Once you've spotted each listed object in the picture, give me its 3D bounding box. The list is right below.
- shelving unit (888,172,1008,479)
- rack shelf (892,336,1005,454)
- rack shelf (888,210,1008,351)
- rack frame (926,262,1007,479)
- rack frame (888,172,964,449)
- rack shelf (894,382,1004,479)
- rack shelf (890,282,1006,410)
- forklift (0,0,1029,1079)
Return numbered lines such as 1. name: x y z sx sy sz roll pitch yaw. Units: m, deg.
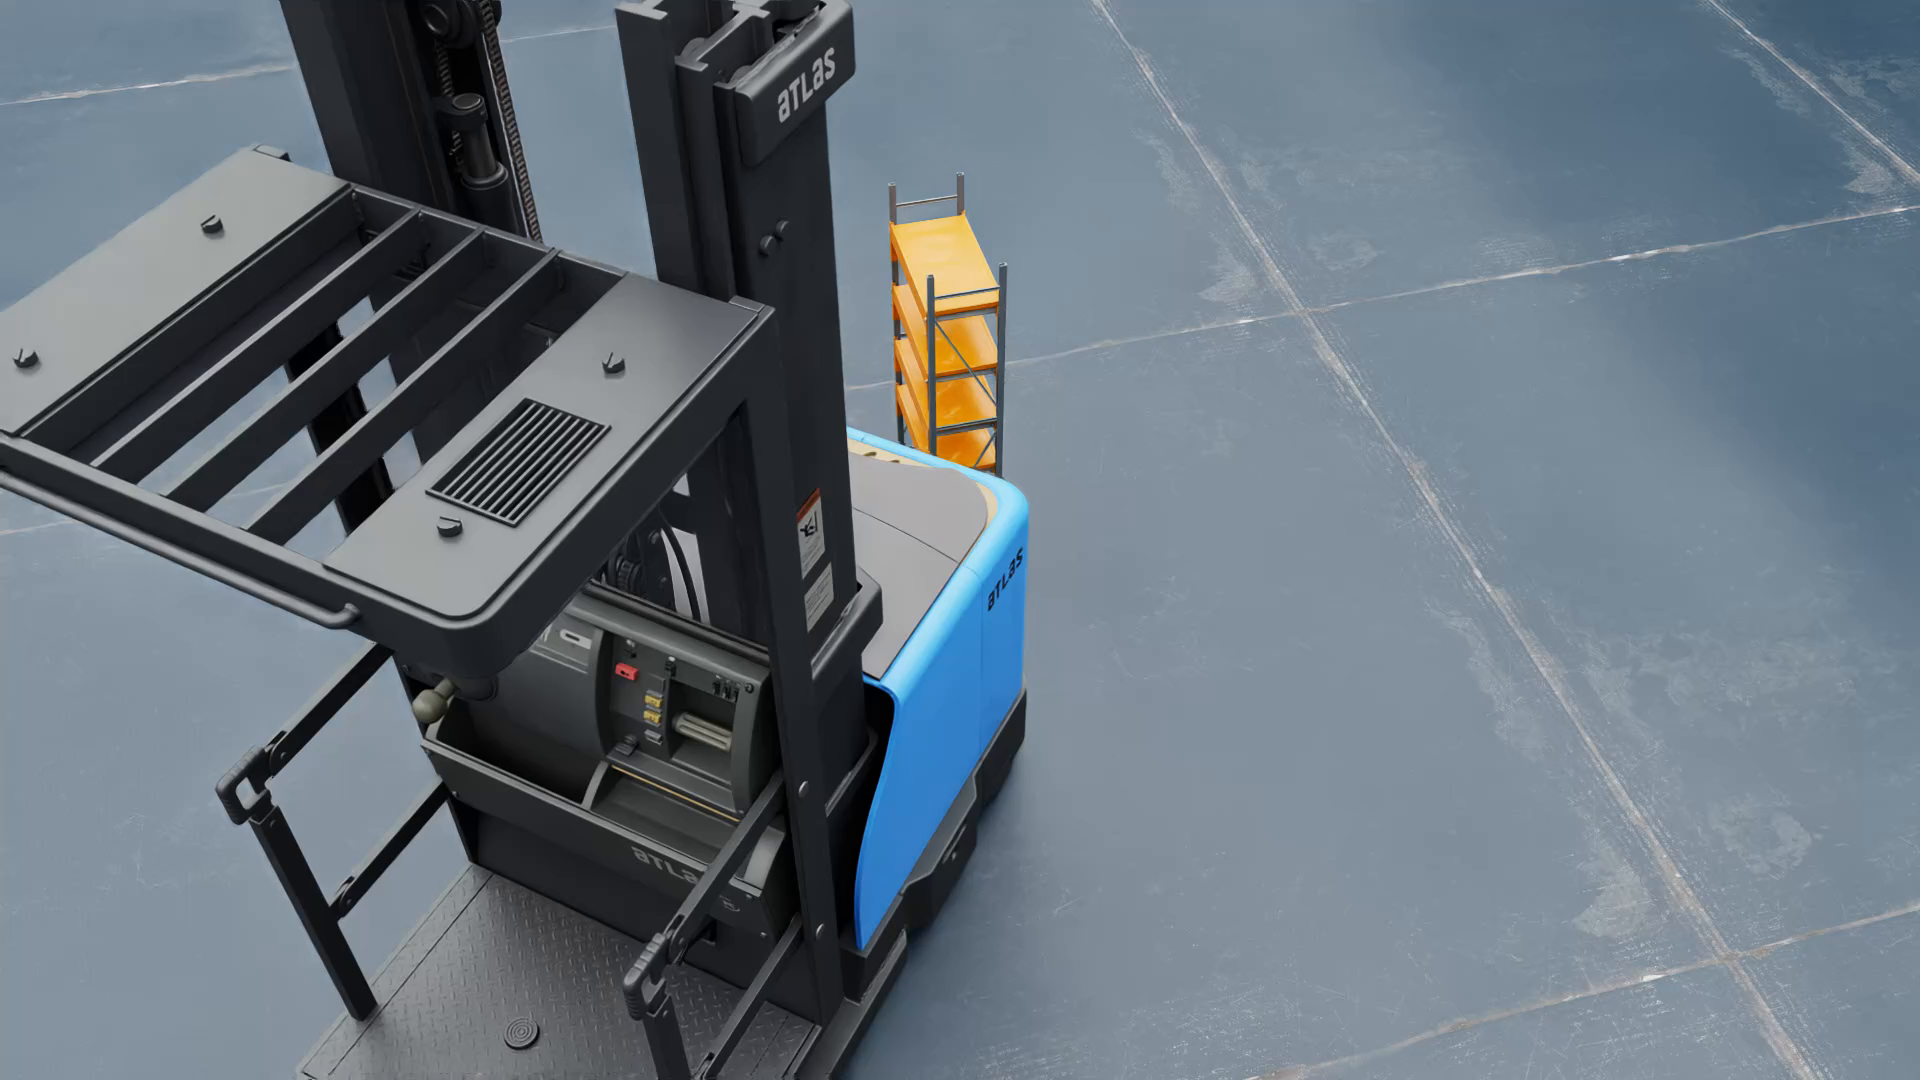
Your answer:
1. shelving unit: -0.042 -0.534 5.433 0.258 1.200 0.503 -11 47 -10
2. rack shelf: -0.042 -0.487 5.482 0.258 0.148 0.480 -11 47 -10
3. rack shelf: -0.042 -0.809 5.153 0.258 0.148 0.480 -11 47 -10
4. rack frame: 0.020 -0.366 5.268 0.240 1.200 0.015 -11 47 -10
5. rack frame: -0.105 -0.703 5.599 0.240 1.200 0.015 -11 47 -10
6. rack shelf: -0.042 -0.348 5.623 0.258 0.148 0.480 -11 47 -10
7. rack shelf: -0.042 -0.644 5.322 0.258 0.148 0.480 -11 47 -10
8. forklift: -0.911 0.376 3.329 1.130 2.935 3.031 20 49 18
